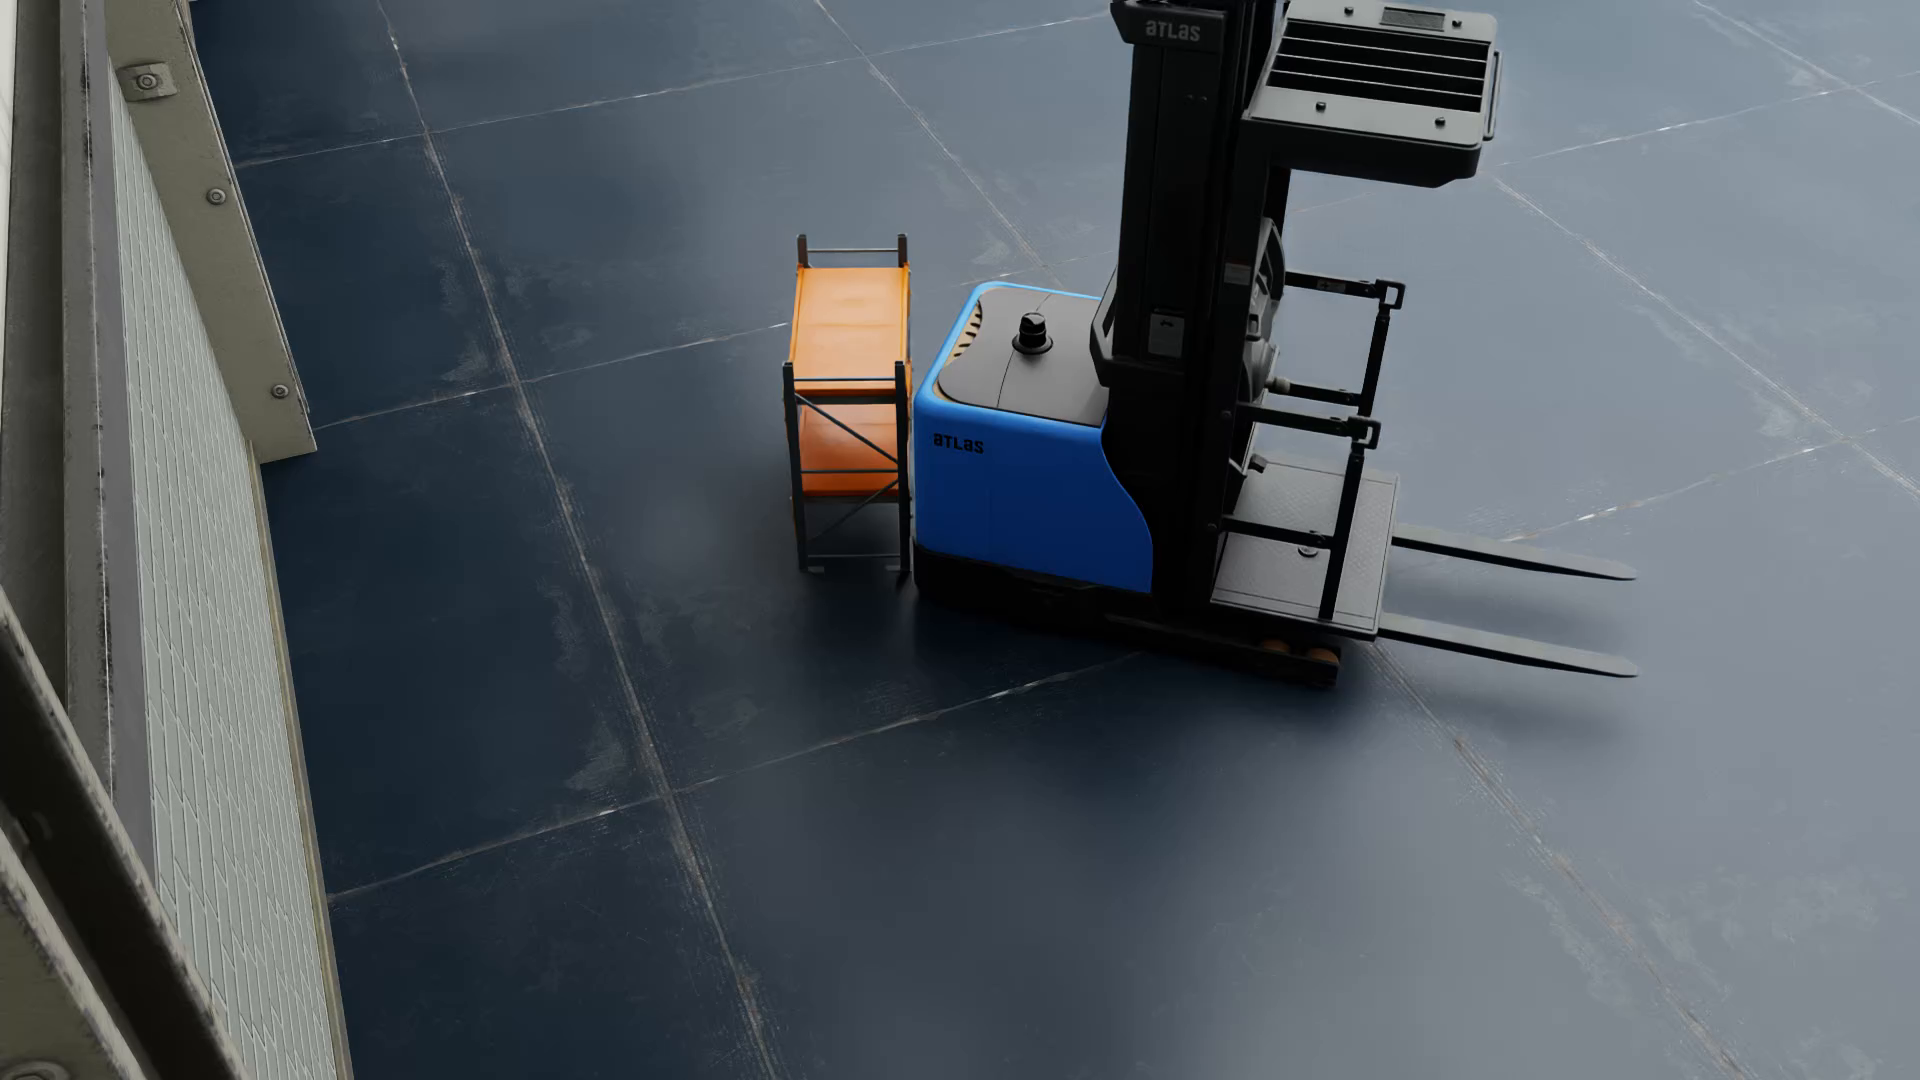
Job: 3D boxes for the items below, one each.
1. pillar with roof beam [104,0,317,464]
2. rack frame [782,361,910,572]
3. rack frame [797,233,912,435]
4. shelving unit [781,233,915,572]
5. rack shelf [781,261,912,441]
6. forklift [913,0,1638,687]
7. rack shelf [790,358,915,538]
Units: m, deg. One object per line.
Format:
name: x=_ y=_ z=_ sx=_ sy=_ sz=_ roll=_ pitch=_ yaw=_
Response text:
pillar with roof beam: x=0.597 y=-5.005 z=6.588 sx=9.100 sy=9.000 sz=0.400 roll=-15 pitch=43 yaw=-17
rack frame: x=-0.475 y=-0.294 z=7.148 sx=0.500 sy=1.125 sz=0.032 roll=-1 pitch=41 yaw=-1
rack frame: x=-0.491 y=-0.957 z=7.918 sx=0.500 sy=1.125 sz=0.032 roll=-1 pitch=41 yaw=-1
shelving unit: x=-0.483 y=-0.625 z=7.533 sx=0.538 sy=1.125 sz=1.048 roll=-1 pitch=41 yaw=-1
rack shelf: x=-0.483 y=-0.847 z=7.342 sx=0.538 sy=0.278 sz=1.000 roll=-1 pitch=41 yaw=-1
forklift: x=1.371 y=-0.885 z=6.450 sx=3.031 sy=2.935 sz=1.130 roll=11 pitch=42 yaw=12
rack shelf: x=-0.483 y=-0.440 z=7.692 sx=0.538 sy=0.278 sz=1.000 roll=-1 pitch=41 yaw=-1
